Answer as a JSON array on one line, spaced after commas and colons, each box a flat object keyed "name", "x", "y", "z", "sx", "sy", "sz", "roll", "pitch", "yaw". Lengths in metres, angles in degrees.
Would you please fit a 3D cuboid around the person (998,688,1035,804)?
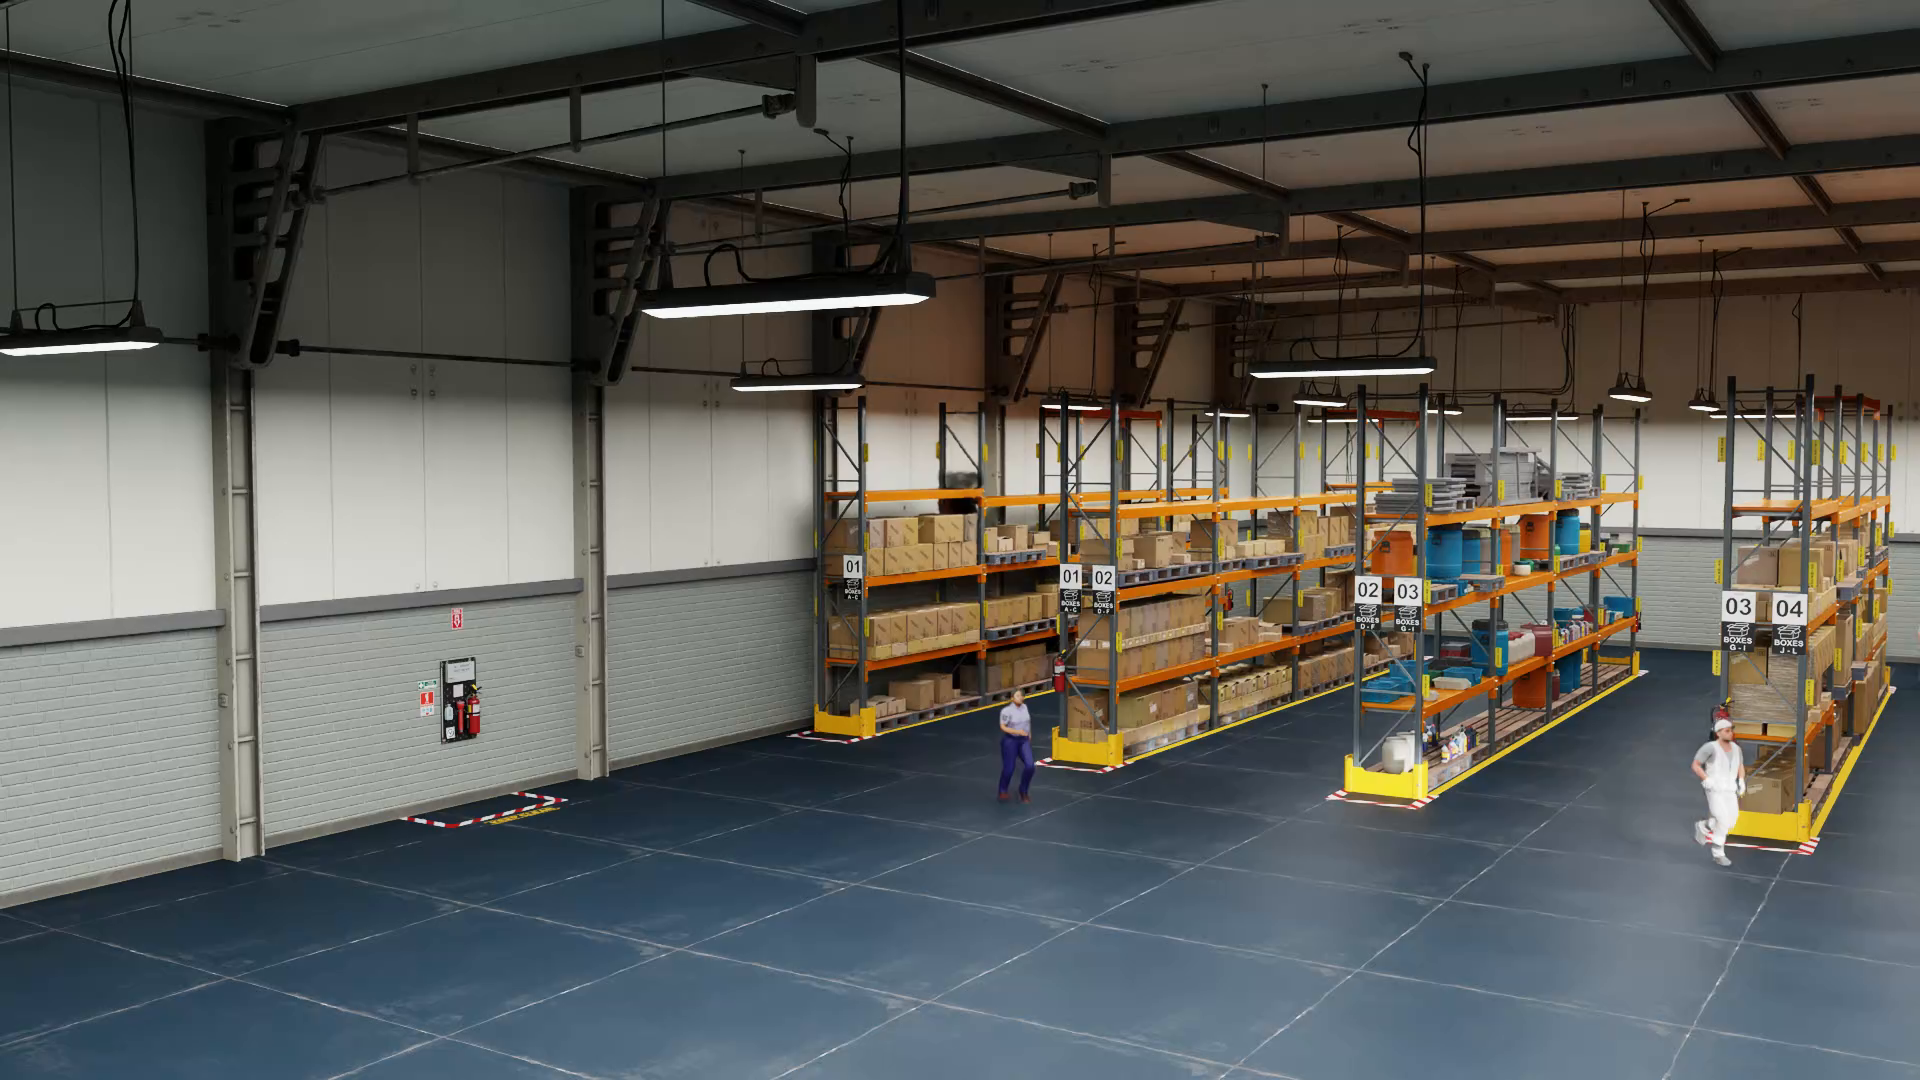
[{"name": "person", "x": 0.818, "y": 2.955, "z": 23.751, "sx": 0.618, "sy": 1.702, "sz": 0.709, "roll": -2, "pitch": 4, "yaw": -32}]

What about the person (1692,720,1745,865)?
[{"name": "person", "x": 9.334, "y": 3.069, "z": 20.484, "sx": 0.703, "sy": 1.748, "sz": 0.702, "roll": -1, "pitch": 3, "yaw": -14}]
